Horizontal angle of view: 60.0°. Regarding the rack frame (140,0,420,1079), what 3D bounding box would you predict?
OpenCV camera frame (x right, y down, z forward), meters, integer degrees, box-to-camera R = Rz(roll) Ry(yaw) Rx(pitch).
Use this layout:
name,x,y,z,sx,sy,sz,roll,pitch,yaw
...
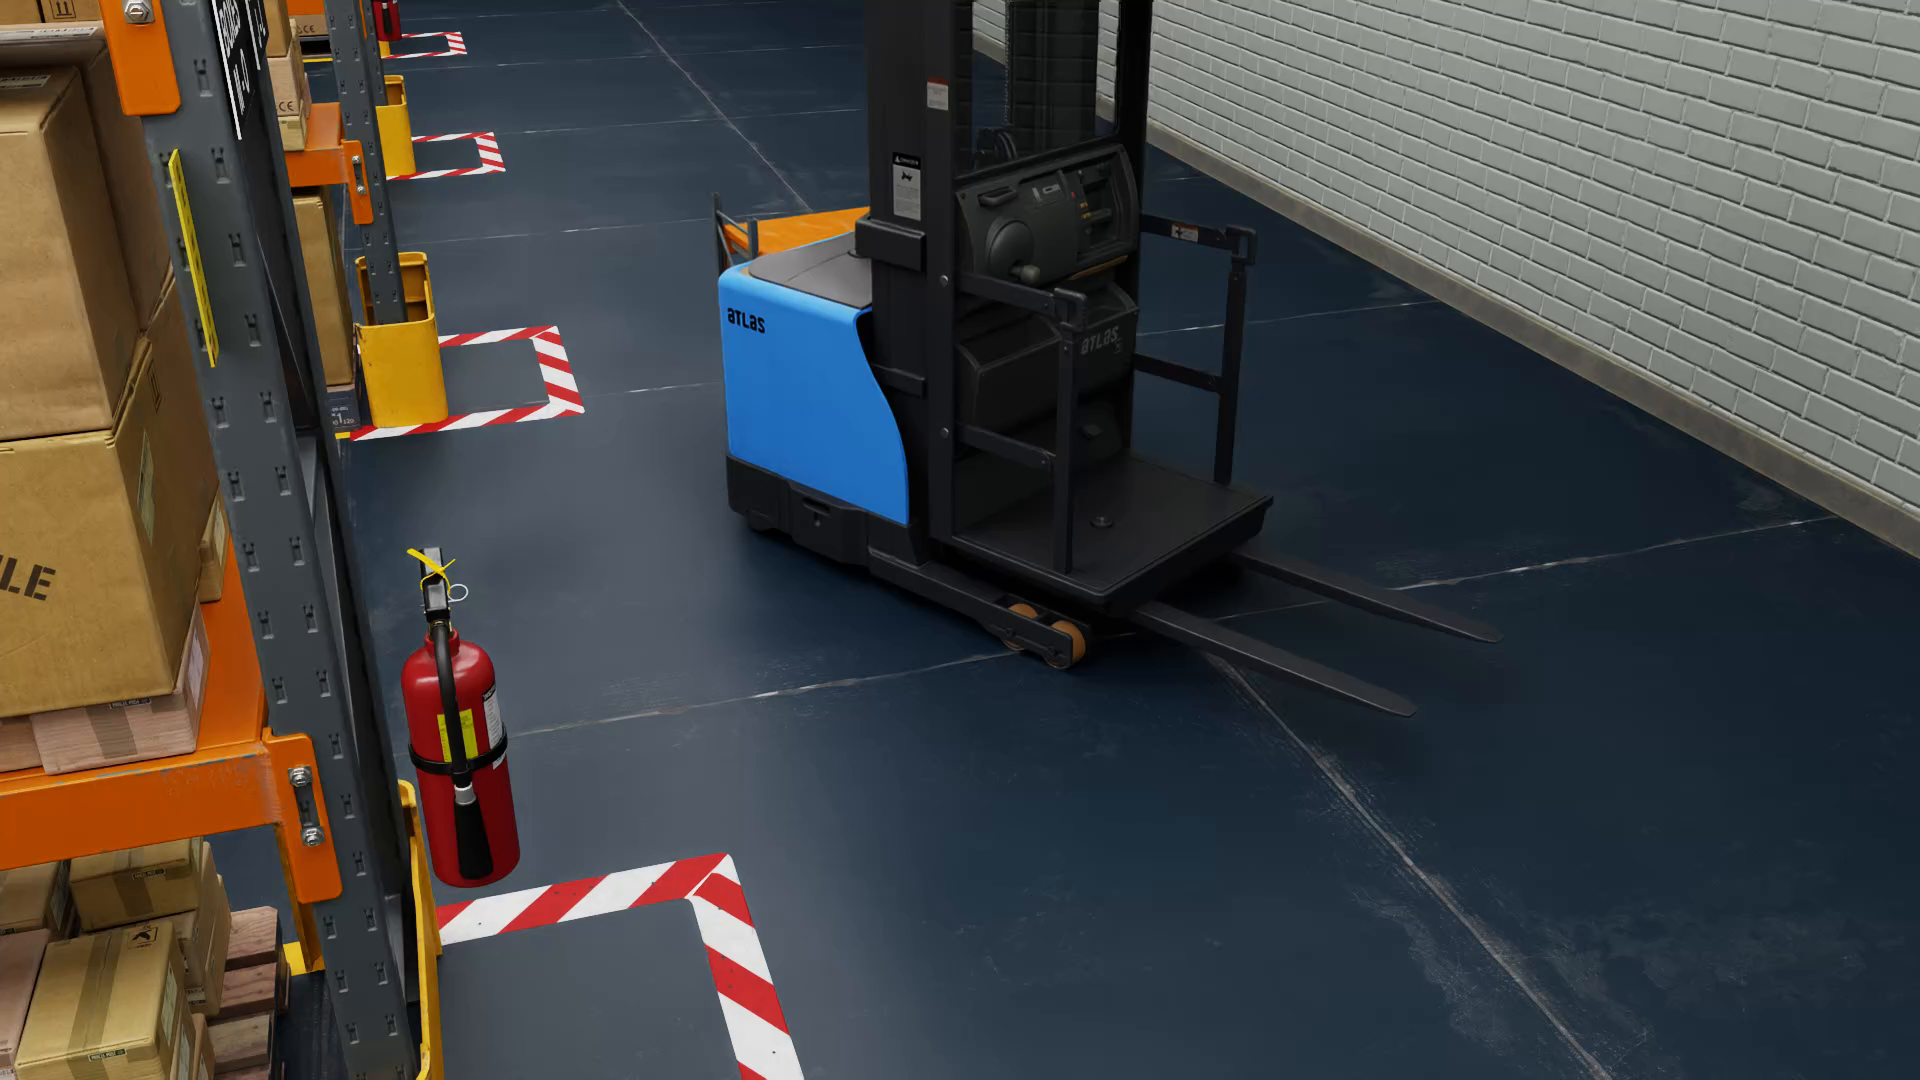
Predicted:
name,x,y,z,sx,sy,sz,roll,pitch,yaw
rack frame,-1.350,-0.015,3.407,0.127,3.000,1.000,-8,28,-16

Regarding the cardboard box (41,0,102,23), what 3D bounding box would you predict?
name,x,y,z,sx,sy,sz,roll,pitch,yaw
cardboard box,-3.805,-2.507,7.418,0.500,0.500,0.500,-9,28,-17

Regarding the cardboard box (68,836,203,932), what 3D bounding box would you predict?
name,x,y,z,sx,sy,sz,roll,pitch,yaw
cardboard box,-1.953,0.736,3.960,0.250,0.149,0.380,-10,28,-18

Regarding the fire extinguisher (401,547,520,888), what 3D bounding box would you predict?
name,x,y,z,sx,sy,sz,roll,pitch,yaw
fire extinguisher,-0.967,0.347,3.184,0.183,0.674,0.296,-8,28,-16

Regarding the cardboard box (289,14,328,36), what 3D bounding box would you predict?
name,x,y,z,sx,sy,sz,roll,pitch,yaw
cardboard box,-6.294,-5.214,16.195,0.500,0.500,0.500,-8,28,-16

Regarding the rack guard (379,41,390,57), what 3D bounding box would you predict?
name,x,y,z,sx,sy,sz,roll,pitch,yaw
rack guard,-5.926,-5.185,16.632,0.348,0.500,1.175,-8,28,-16

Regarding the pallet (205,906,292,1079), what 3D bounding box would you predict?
name,x,y,z,sx,sy,sz,roll,pitch,yaw
pallet,-2.205,1.341,3.811,1.213,0.211,1.003,-8,28,-16

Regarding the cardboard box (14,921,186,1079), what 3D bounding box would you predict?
name,x,y,z,sx,sy,sz,roll,pitch,yaw
cardboard box,-1.774,0.987,3.453,0.250,0.149,0.380,-8,27,-16

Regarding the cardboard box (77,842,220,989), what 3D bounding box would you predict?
name,x,y,z,sx,sy,sz,roll,pitch,yaw
cardboard box,-1.927,0.904,3.955,0.250,0.149,0.380,-7,27,-14

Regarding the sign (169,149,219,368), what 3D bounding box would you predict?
name,x,y,z,sx,sy,sz,roll,pitch,yaw
sign,-1.197,-0.438,2.601,0.005,0.325,0.100,-8,28,-16

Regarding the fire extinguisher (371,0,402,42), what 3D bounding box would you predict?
name,x,y,z,sx,sy,sz,roll,pitch,yaw
fire extinguisher,-4.039,-3.847,11.633,0.183,0.674,0.296,-8,28,-16

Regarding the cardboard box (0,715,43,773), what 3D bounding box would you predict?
name,x,y,z,sx,sy,sz,roll,pitch,yaw
cardboard box,-1.820,0.280,3.095,0.250,0.149,0.380,-8,28,-16

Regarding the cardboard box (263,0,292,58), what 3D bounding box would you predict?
name,x,y,z,sx,sy,sz,roll,pitch,yaw
cardboard box,-3.171,-2.350,7.101,0.500,0.500,0.500,-8,27,-15

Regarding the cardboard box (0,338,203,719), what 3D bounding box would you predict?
name,x,y,z,sx,sy,sz,roll,pitch,yaw
cardboard box,-1.697,-0.022,2.975,0.500,0.500,0.500,-8,27,-15

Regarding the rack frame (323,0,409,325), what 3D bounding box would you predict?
name,x,y,z,sx,sy,sz,roll,pitch,yaw
rack frame,-2.789,-2.126,7.660,0.127,3.000,1.000,-8,28,-16

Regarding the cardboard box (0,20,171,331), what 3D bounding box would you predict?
name,x,y,z,sx,sy,sz,roll,pitch,yaw
cardboard box,-1.859,-0.691,3.198,0.500,0.500,0.500,-8,28,-16

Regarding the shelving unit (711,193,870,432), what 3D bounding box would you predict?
name,x,y,z,sx,sy,sz,roll,pitch,yaw
shelving unit,-0.510,-1.018,7.535,1.048,1.125,0.538,-13,29,-24

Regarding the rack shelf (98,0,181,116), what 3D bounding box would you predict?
name,x,y,z,sx,sy,sz,roll,pitch,yaw
rack shelf,-3.251,-0.761,2.345,4.000,0.370,1.077,-8,28,-16

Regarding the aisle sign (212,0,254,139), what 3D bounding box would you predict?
name,x,y,z,sx,sy,sz,roll,pitch,yaw
aisle sign,-1.187,-1.063,2.594,0.004,0.787,0.394,-8,28,-16

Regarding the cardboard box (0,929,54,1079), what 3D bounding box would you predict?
name,x,y,z,sx,sy,sz,roll,pitch,yaw
cardboard box,-2.031,0.998,3.432,0.250,0.149,0.380,-8,27,-15

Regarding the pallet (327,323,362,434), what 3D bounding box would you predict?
name,x,y,z,sx,sy,sz,roll,pitch,yaw
pallet,-3.526,-0.734,7.991,1.213,0.211,1.003,-8,28,-16

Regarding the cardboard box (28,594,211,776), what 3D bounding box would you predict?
name,x,y,z,sx,sy,sz,roll,pitch,yaw
cardboard box,-1.572,0.262,3.132,0.250,0.149,0.380,-8,28,-16

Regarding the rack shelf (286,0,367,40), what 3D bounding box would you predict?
name,x,y,z,sx,sy,sz,roll,pitch,yaw
rack shelf,-6.225,-3.623,11.483,4.000,0.370,1.077,-8,28,-16

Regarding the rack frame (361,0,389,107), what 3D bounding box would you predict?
name,x,y,z,sx,sy,sz,roll,pitch,yaw
rack frame,-4.323,-4.220,11.878,0.127,3.000,1.000,-8,28,-16

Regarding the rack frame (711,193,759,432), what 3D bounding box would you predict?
name,x,y,z,sx,sy,sz,roll,pitch,yaw
rack frame,-0.964,-0.917,7.330,0.032,1.125,0.500,-13,29,-24

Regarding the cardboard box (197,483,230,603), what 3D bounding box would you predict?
name,x,y,z,sx,sy,sz,roll,pitch,yaw
cardboard box,-1.759,0.003,3.652,0.250,0.149,0.380,-8,28,-17

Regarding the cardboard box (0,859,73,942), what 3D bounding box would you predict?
name,x,y,z,sx,sy,sz,roll,pitch,yaw
cardboard box,-2.178,0.825,3.781,0.250,0.149,0.380,-8,27,-15

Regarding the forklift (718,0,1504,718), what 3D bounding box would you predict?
name,x,y,z,sx,sy,sz,roll,pitch,yaw
forklift,0.480,-1.124,5.717,3.031,2.935,1.130,21,34,36

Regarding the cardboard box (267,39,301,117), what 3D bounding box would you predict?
name,x,y,z,sx,sy,sz,roll,pitch,yaw
cardboard box,-3.168,-2.013,7.266,0.500,0.250,0.500,-9,28,-17

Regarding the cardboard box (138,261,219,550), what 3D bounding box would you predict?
name,x,y,z,sx,sy,sz,roll,pitch,yaw
cardboard box,-1.862,-0.248,3.430,0.500,0.500,0.500,-7,27,-14

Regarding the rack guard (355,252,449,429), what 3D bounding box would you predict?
name,x,y,z,sx,sy,sz,roll,pitch,yaw
rack guard,-2.767,-1.010,8.222,0.348,0.500,1.175,-8,28,-16

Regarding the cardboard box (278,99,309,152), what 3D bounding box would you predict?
name,x,y,z,sx,sy,sz,roll,pitch,yaw
cardboard box,-3.026,-1.825,7.336,0.250,0.149,0.380,-8,27,-15

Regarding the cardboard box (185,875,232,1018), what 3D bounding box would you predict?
name,x,y,z,sx,sy,sz,roll,pitch,yaw
cardboard box,-1.947,1.010,4.075,0.250,0.149,0.380,-8,27,-15

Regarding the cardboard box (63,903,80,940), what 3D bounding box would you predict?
name,x,y,z,sx,sy,sz,roll,pitch,yaw
cardboard box,-2.205,0.918,3.927,0.250,0.149,0.380,-8,28,-16

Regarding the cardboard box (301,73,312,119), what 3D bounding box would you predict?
name,x,y,z,sx,sy,sz,roll,pitch,yaw
cardboard box,-3.229,-2.104,7.898,0.250,0.149,0.380,-8,27,-16

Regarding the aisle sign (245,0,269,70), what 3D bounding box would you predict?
name,x,y,z,sx,sy,sz,roll,pitch,yaw
aisle sign,-1.373,-1.316,3.105,0.004,0.787,0.394,-8,28,-16

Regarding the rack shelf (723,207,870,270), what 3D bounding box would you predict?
name,x,y,z,sx,sy,sz,roll,pitch,yaw
rack shelf,-0.510,-1.281,7.405,1.000,0.278,0.538,-13,29,-24

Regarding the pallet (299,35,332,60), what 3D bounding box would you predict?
name,x,y,z,sx,sy,sz,roll,pitch,yaw
pallet,-6.684,-4.945,16.475,1.213,0.211,1.003,-8,28,-16

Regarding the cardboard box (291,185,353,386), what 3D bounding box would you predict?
name,x,y,z,sx,sy,sz,roll,pitch,yaw
cardboard box,-3.373,-1.241,7.793,0.875,0.875,0.875,-8,28,-16

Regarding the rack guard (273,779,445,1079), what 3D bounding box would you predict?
name,x,y,z,sx,sy,sz,roll,pitch,yaw
rack guard,-1.422,1.115,3.942,0.348,0.500,1.175,-8,28,-16

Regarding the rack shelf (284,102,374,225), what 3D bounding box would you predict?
name,x,y,z,sx,sy,sz,roll,pitch,yaw
rack shelf,-4.691,-1.529,7.265,4.000,0.370,1.077,-8,28,-16

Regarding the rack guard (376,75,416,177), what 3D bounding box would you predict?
name,x,y,z,sx,sy,sz,roll,pitch,yaw
rack guard,-4.304,-3.110,12.451,0.348,0.500,1.175,-8,28,-16

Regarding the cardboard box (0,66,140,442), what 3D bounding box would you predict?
name,x,y,z,sx,sy,sz,roll,pitch,yaw
cardboard box,-1.708,-0.473,2.758,0.500,0.500,0.500,-9,28,-17

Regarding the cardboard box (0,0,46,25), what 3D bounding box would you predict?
name,x,y,z,sx,sy,sz,roll,pitch,yaw
cardboard box,-4.296,-2.433,7.269,0.500,0.500,0.500,-9,28,-17

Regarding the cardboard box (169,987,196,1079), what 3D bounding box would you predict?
name,x,y,z,sx,sy,sz,roll,pitch,yaw
cardboard box,-1.763,1.134,3.492,0.250,0.149,0.380,-9,28,-17

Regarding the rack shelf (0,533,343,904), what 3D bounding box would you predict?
name,x,y,z,sx,sy,sz,roll,pitch,yaw
rack shelf,-3.251,0.582,3.012,4.000,0.370,1.077,-8,28,-16

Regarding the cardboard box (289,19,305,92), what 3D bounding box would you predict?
name,x,y,z,sx,sy,sz,roll,pitch,yaw
cardboard box,-3.329,-2.240,7.724,0.500,0.250,0.500,-9,28,-17

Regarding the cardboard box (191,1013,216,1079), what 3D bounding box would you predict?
name,x,y,z,sx,sy,sz,roll,pitch,yaw
cardboard box,-1.786,1.234,3.624,0.250,0.149,0.380,-8,27,-15
